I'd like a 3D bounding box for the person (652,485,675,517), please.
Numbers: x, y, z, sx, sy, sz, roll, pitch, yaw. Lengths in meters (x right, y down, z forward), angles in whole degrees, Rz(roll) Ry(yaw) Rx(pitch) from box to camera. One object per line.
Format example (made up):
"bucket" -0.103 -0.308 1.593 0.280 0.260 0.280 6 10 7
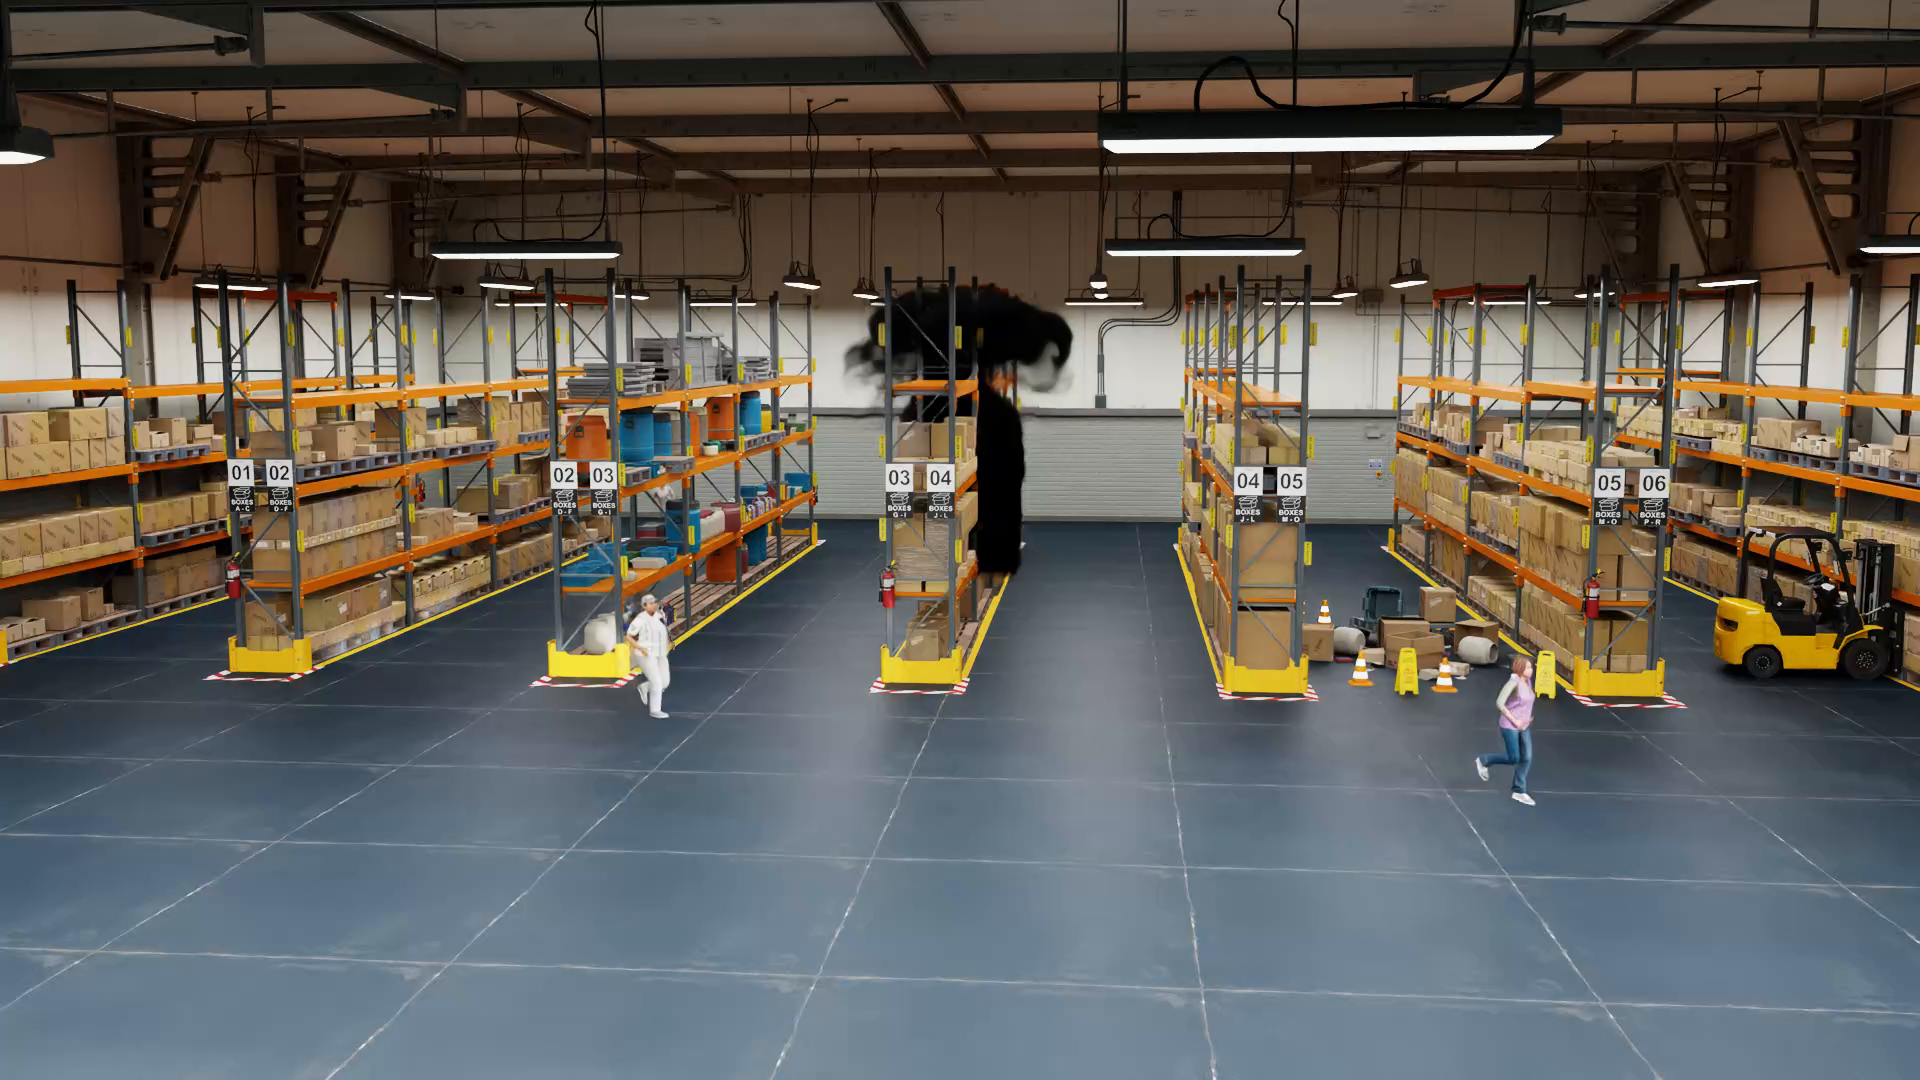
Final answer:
"person" -7.277 -0.761 40.993 0.629 1.603 0.824 -3 8 -23

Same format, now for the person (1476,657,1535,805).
"person" 6.009 2.044 18.151 0.566 1.581 0.738 -6 9 -41

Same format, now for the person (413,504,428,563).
"person" -11.068 0.084 33.993 0.505 1.646 0.715 0 7 -2

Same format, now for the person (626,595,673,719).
"person" -4.123 1.525 22.062 0.699 1.621 0.623 5 9 37
